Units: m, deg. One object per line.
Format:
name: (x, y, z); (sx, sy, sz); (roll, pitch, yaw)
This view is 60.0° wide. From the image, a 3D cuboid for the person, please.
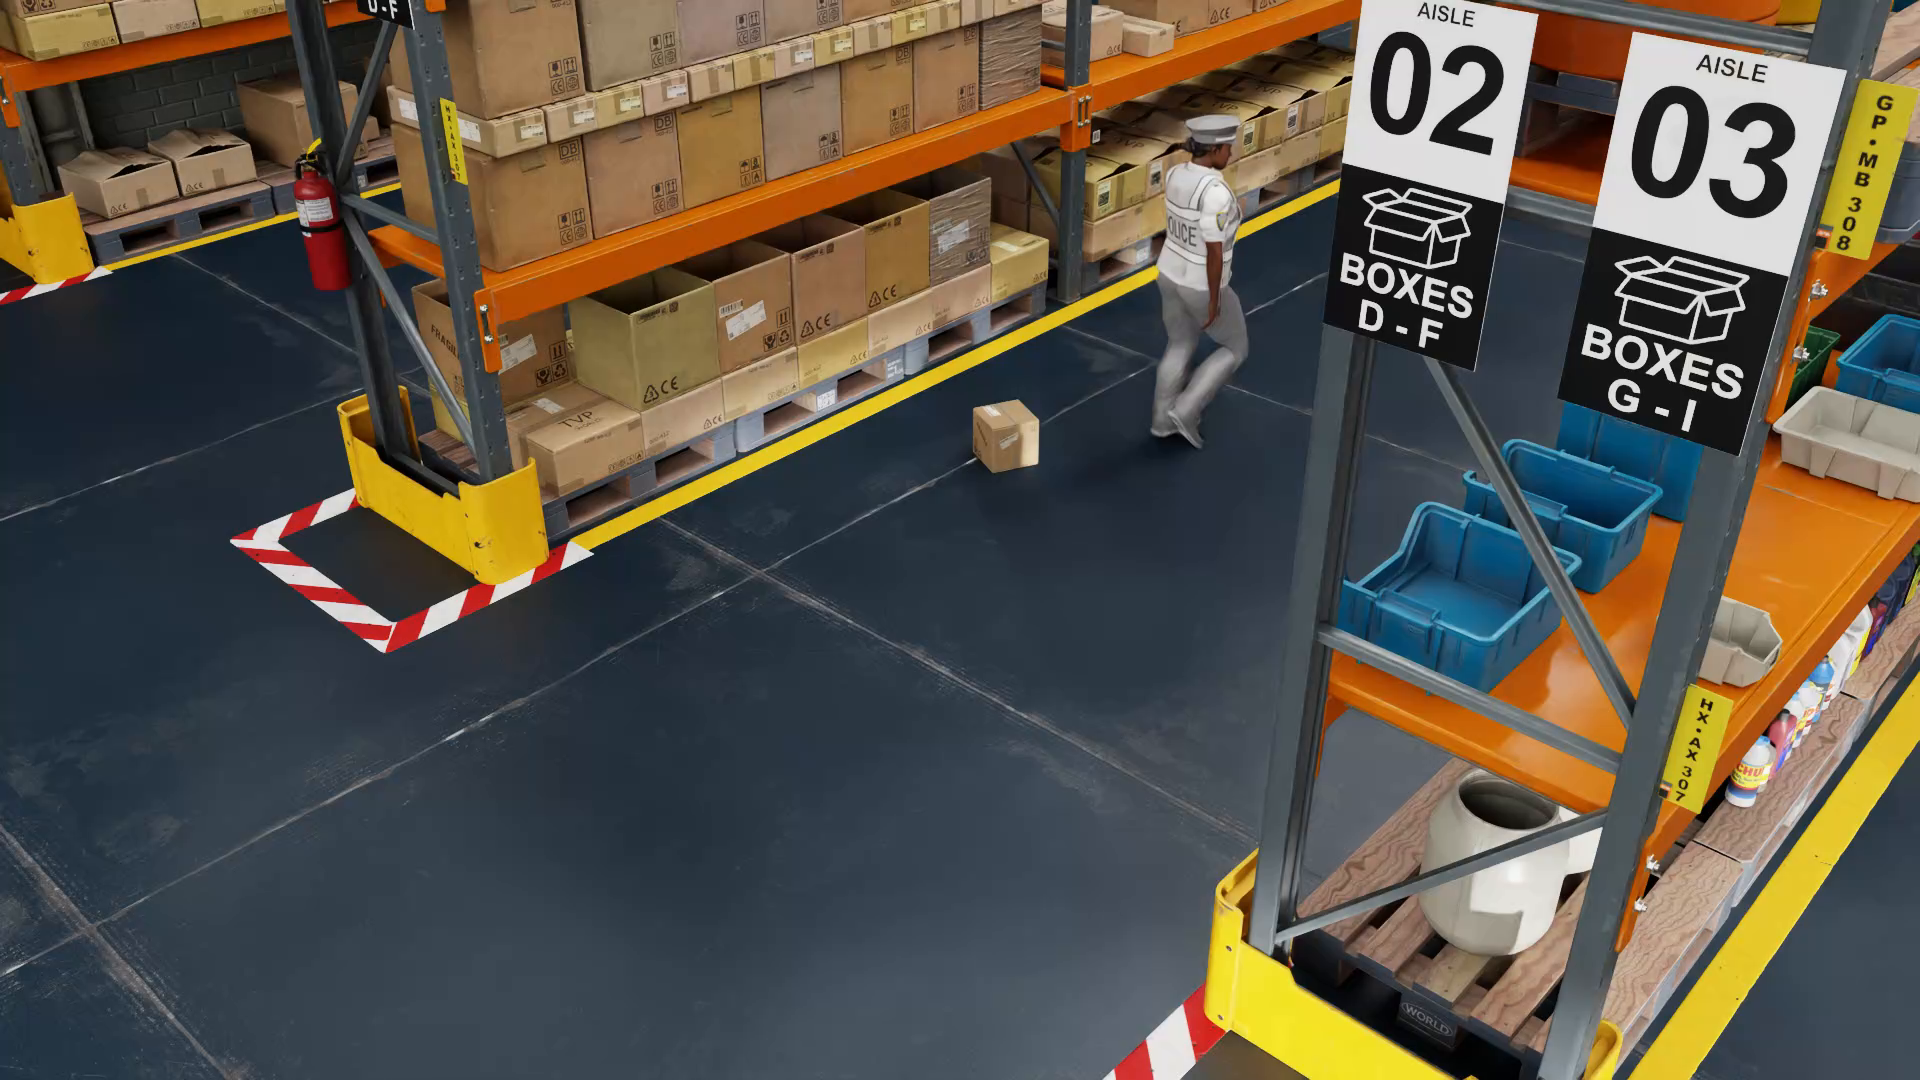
person: (1.186, -1.241, 8.138); (0.409, 1.687, 0.458); (-17, 35, -25)
